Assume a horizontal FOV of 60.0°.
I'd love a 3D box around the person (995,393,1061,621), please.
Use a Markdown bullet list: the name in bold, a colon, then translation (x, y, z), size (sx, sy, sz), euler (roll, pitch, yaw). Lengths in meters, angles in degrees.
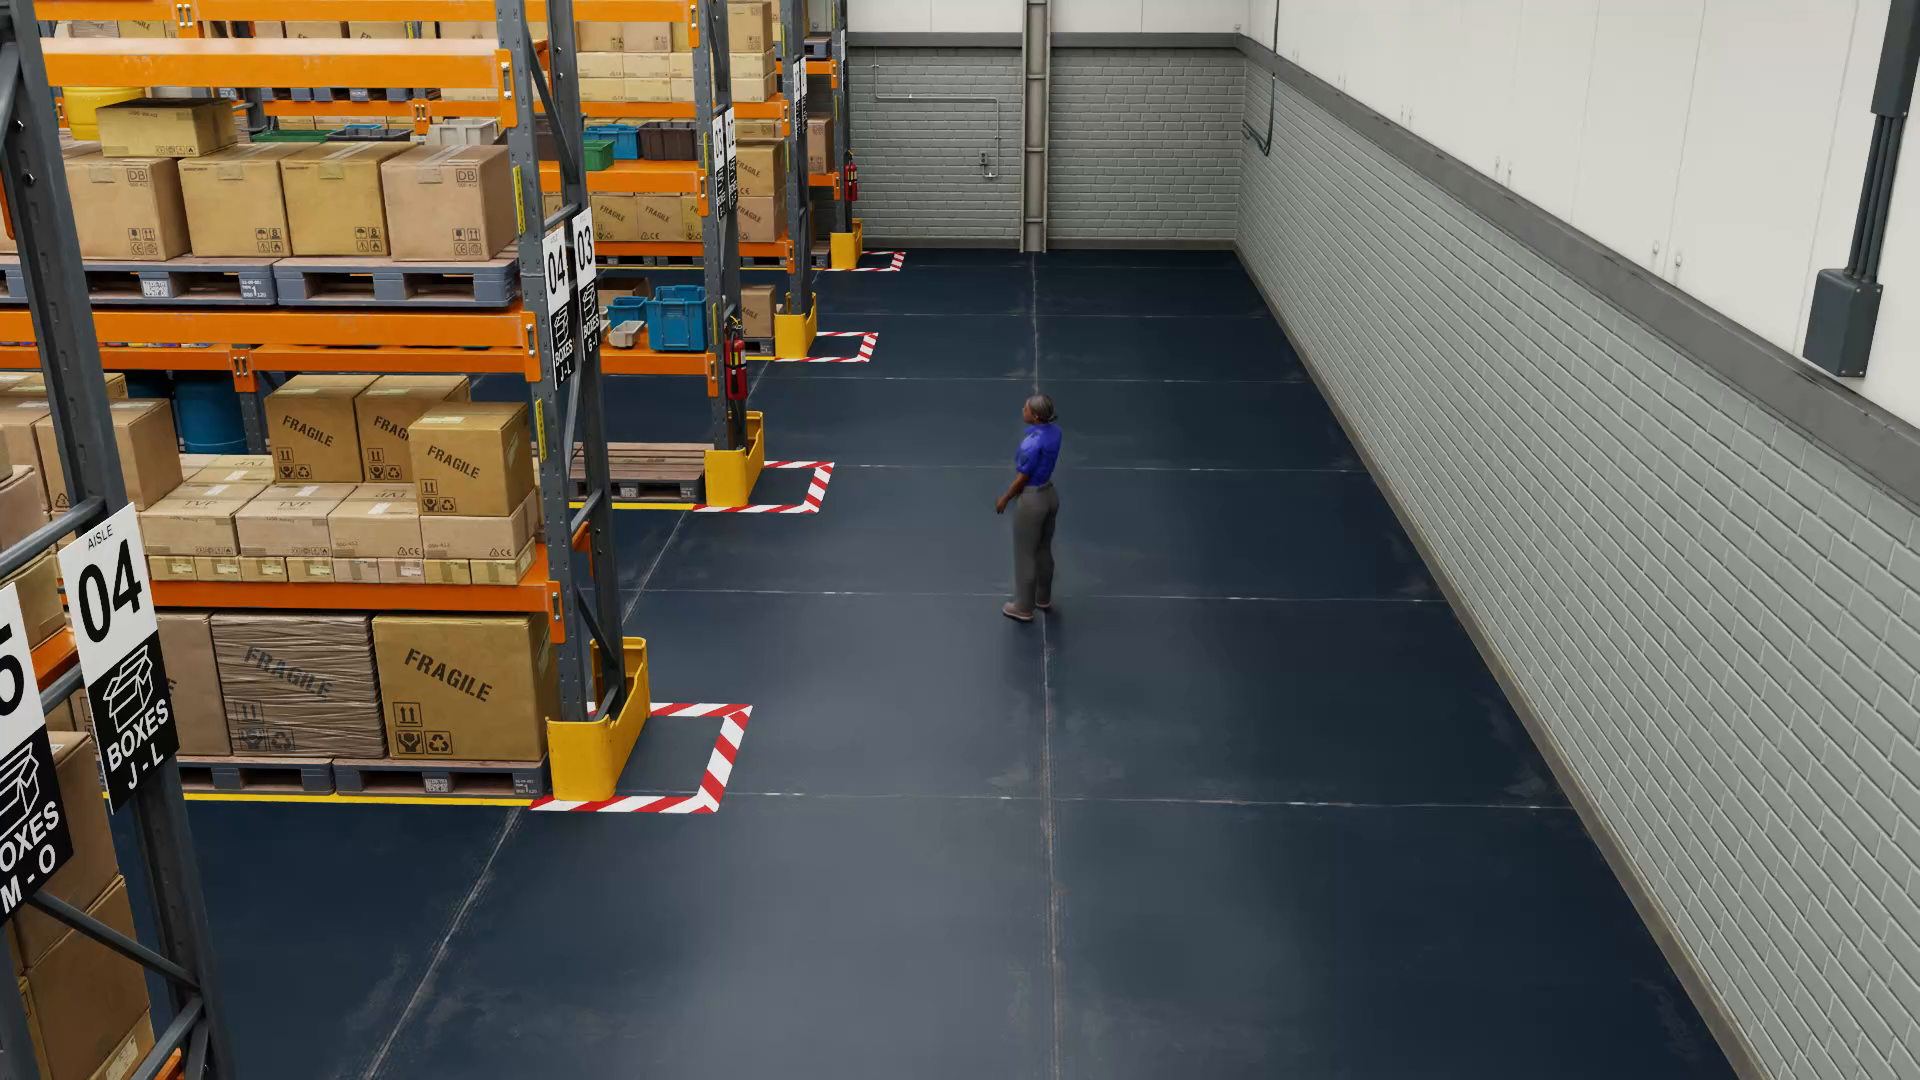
- **person**: translation (0.496, -0.249, 11.722), size (0.421, 1.652, 0.538), euler (11, 24, 27)
